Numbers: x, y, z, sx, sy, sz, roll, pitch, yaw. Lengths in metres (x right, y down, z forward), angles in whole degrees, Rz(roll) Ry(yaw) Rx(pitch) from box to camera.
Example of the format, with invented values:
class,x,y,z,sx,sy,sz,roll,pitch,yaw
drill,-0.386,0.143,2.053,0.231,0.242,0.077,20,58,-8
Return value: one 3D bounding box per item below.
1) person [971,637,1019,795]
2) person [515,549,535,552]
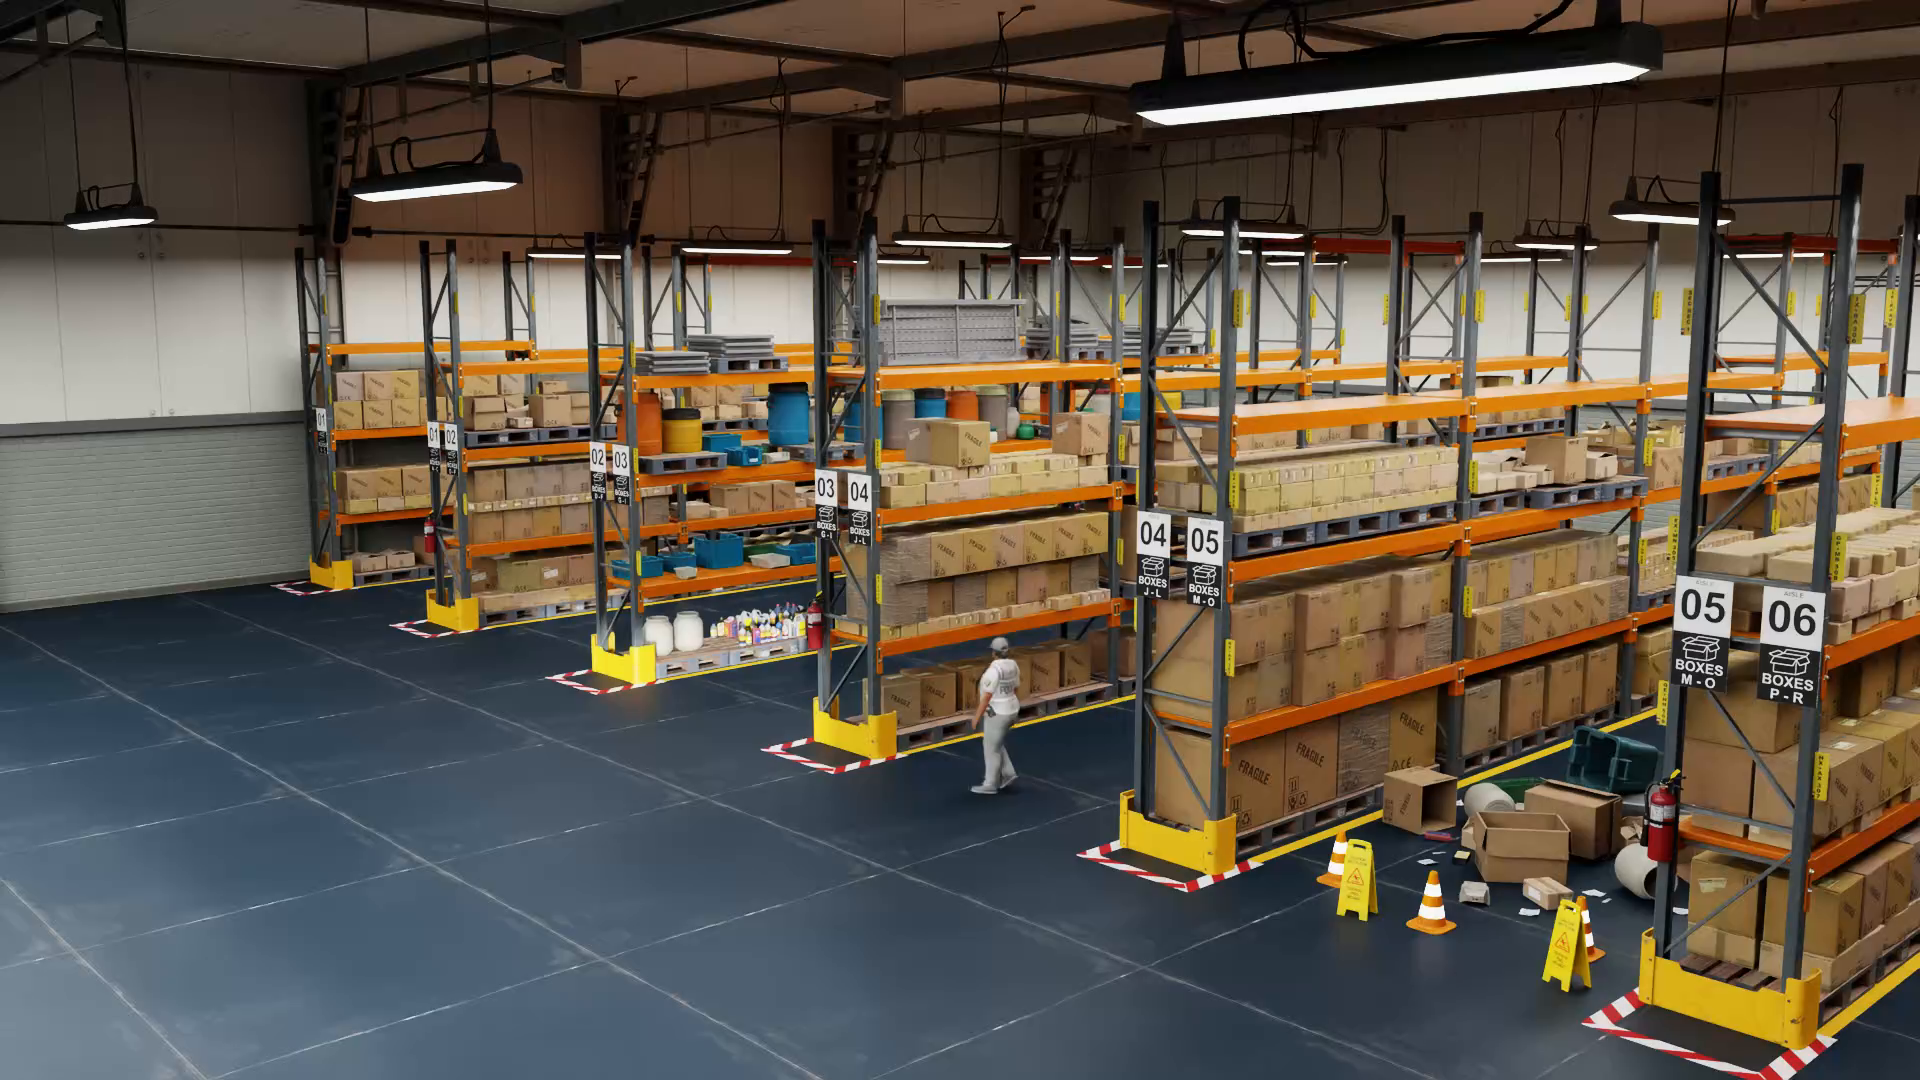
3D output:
class,x,y,z,sx,sy,sz,roll,pitch,yaw
person,0.363,1.839,17.329,0.481,1.695,0.529,3,9,20
person,-7.524,0.156,28.875,0.465,1.722,0.601,2,9,13
